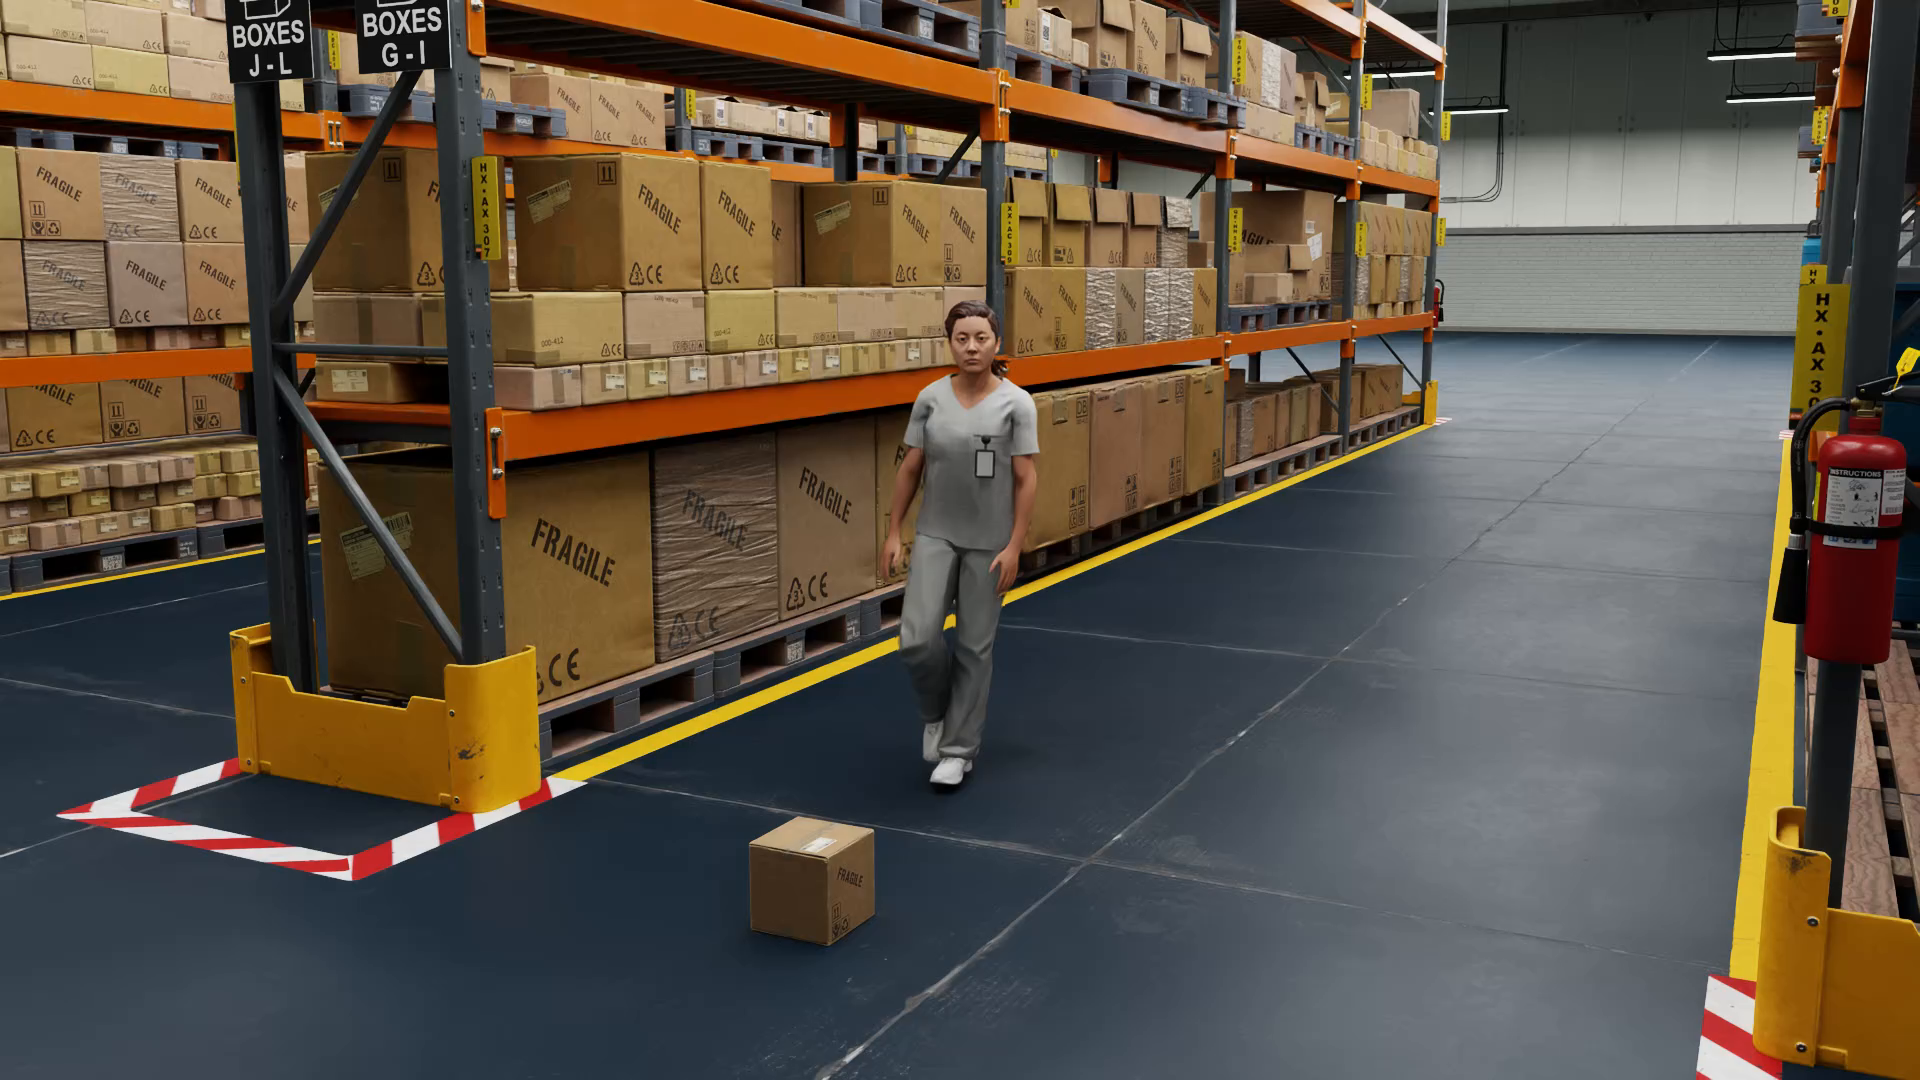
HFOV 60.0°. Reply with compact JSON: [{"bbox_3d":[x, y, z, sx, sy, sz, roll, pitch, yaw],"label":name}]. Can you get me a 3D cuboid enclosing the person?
[{"bbox_3d":[0.007,0.016,5.686,0.547,1.659,0.480,2,9,12],"label":"person"}]
